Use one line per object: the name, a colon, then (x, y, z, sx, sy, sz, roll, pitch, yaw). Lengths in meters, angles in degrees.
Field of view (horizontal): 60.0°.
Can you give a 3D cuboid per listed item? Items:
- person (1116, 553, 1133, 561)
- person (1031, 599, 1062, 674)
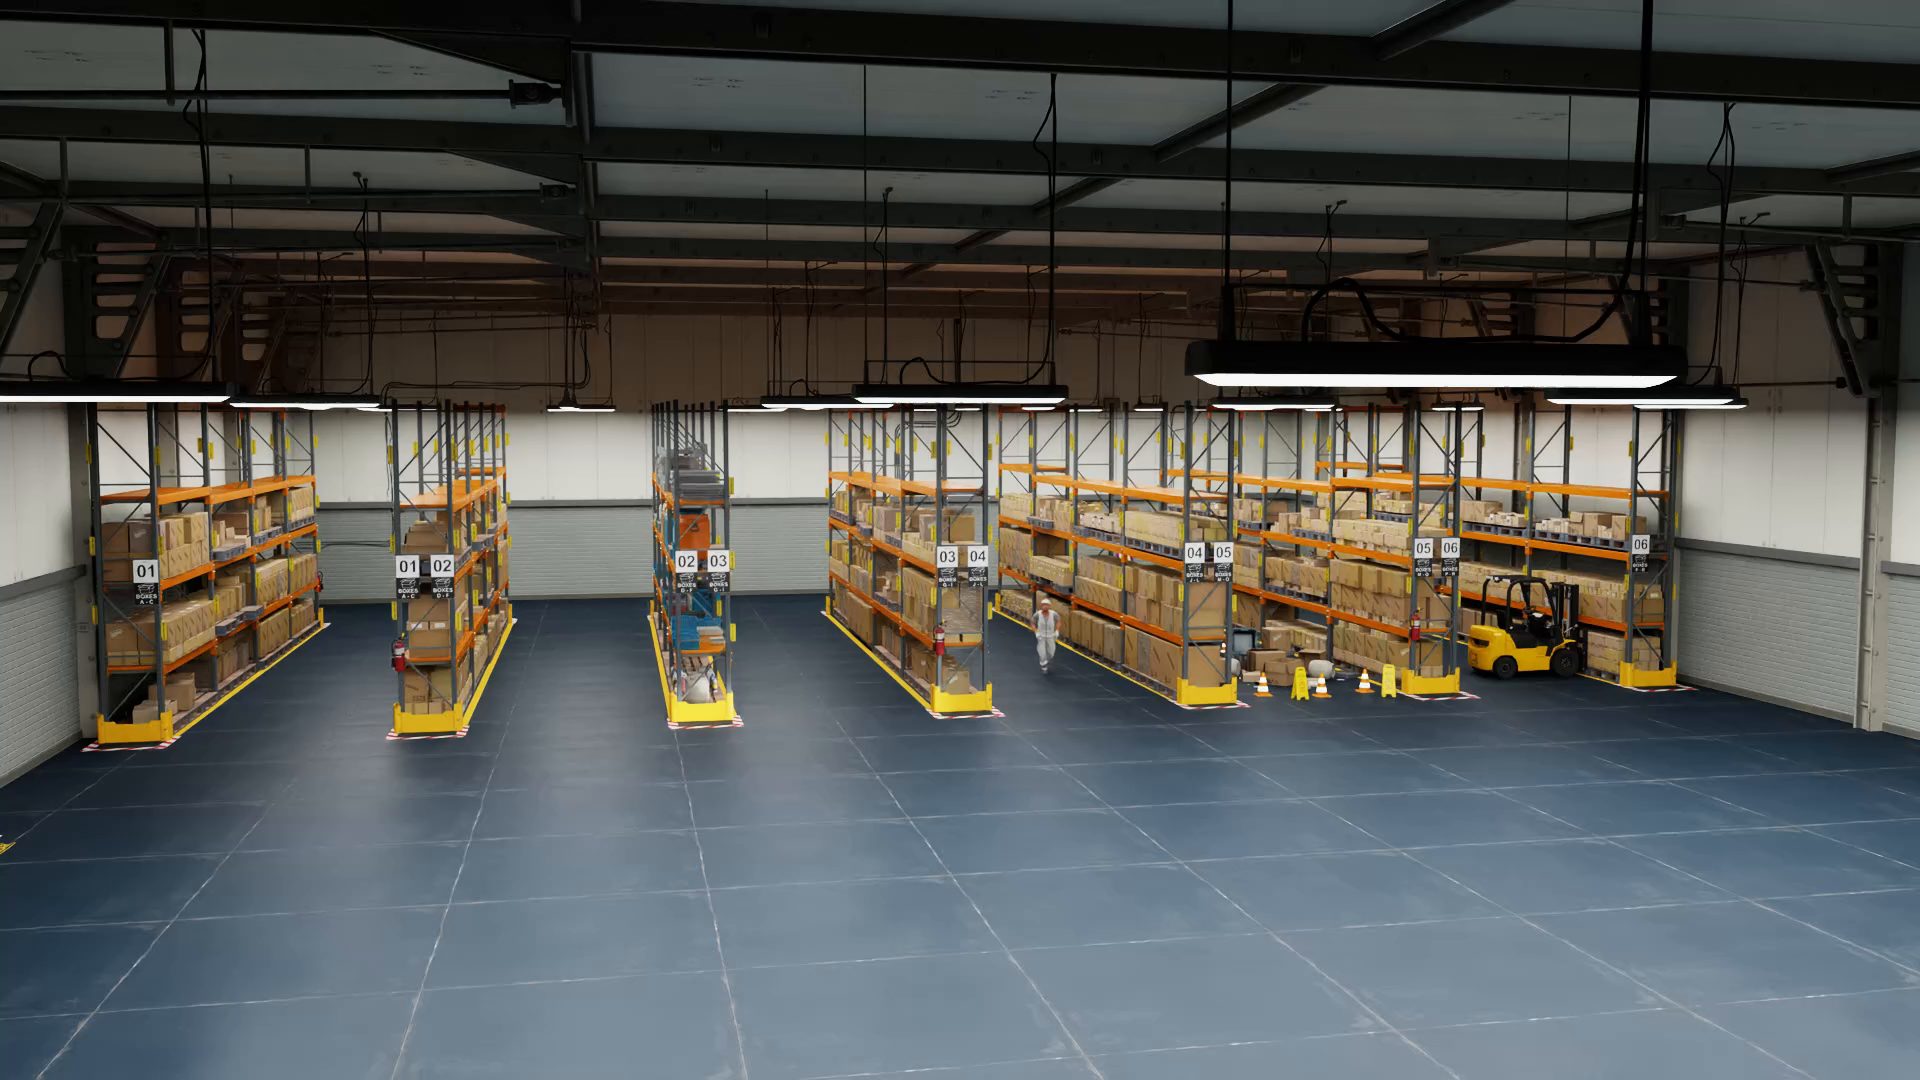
person: (5.108, 0.949, 51.733, 0.621, 1.702, 1.054, 1, 4, 7)
person: (1.896, 2.128, 36.608, 0.695, 1.688, 0.595, 0, 4, -3)
